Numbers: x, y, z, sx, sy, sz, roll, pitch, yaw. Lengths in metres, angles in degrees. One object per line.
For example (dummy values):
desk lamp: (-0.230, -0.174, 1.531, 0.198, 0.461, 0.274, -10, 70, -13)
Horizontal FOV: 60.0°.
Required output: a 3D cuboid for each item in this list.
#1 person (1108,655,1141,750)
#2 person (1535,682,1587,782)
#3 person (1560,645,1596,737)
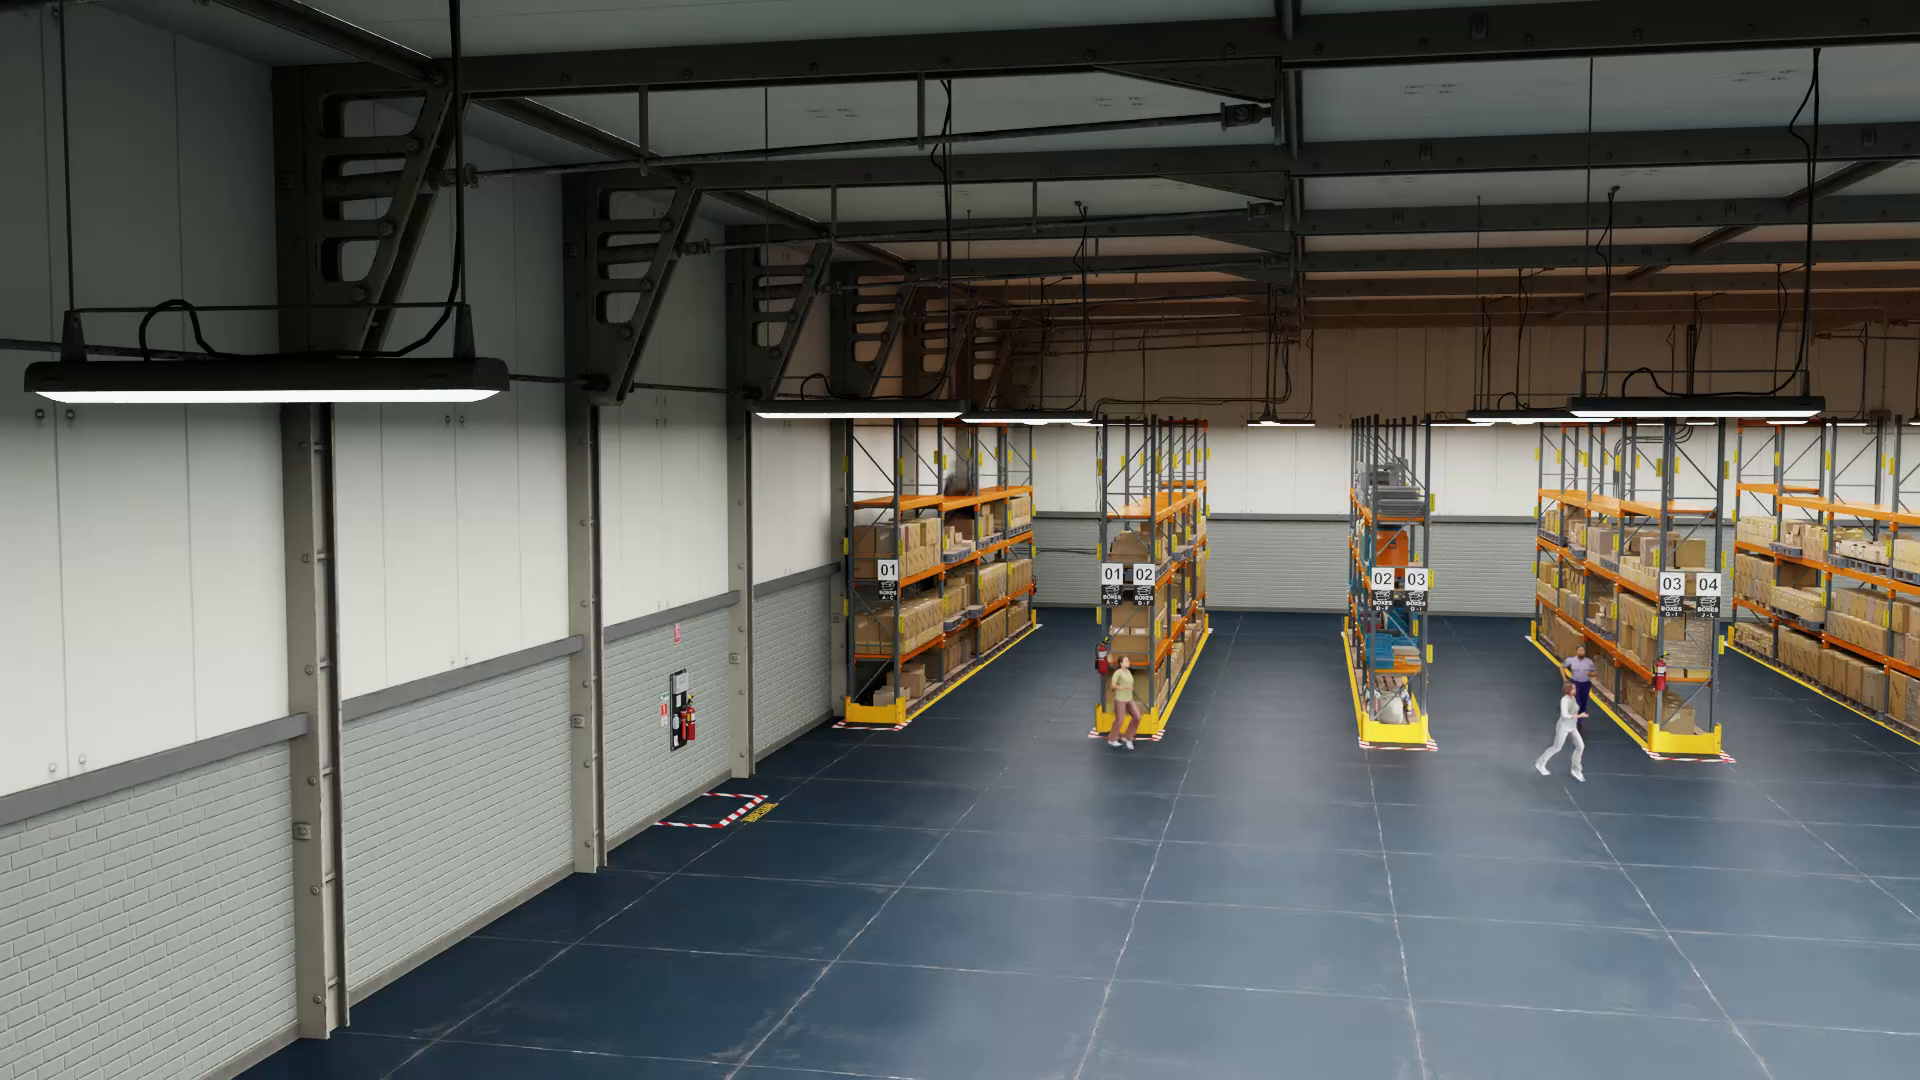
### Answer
person: (2.943, 2.903, 29.825, 0.585, 1.691, 0.599, -3, 5, -41)
person: (9.868, 3.122, 27.175, 0.845, 1.618, 0.542, 4, 5, 43)
person: (11.647, 2.817, 31.306, 0.580, 1.709, 0.770, 0, 4, 0)
